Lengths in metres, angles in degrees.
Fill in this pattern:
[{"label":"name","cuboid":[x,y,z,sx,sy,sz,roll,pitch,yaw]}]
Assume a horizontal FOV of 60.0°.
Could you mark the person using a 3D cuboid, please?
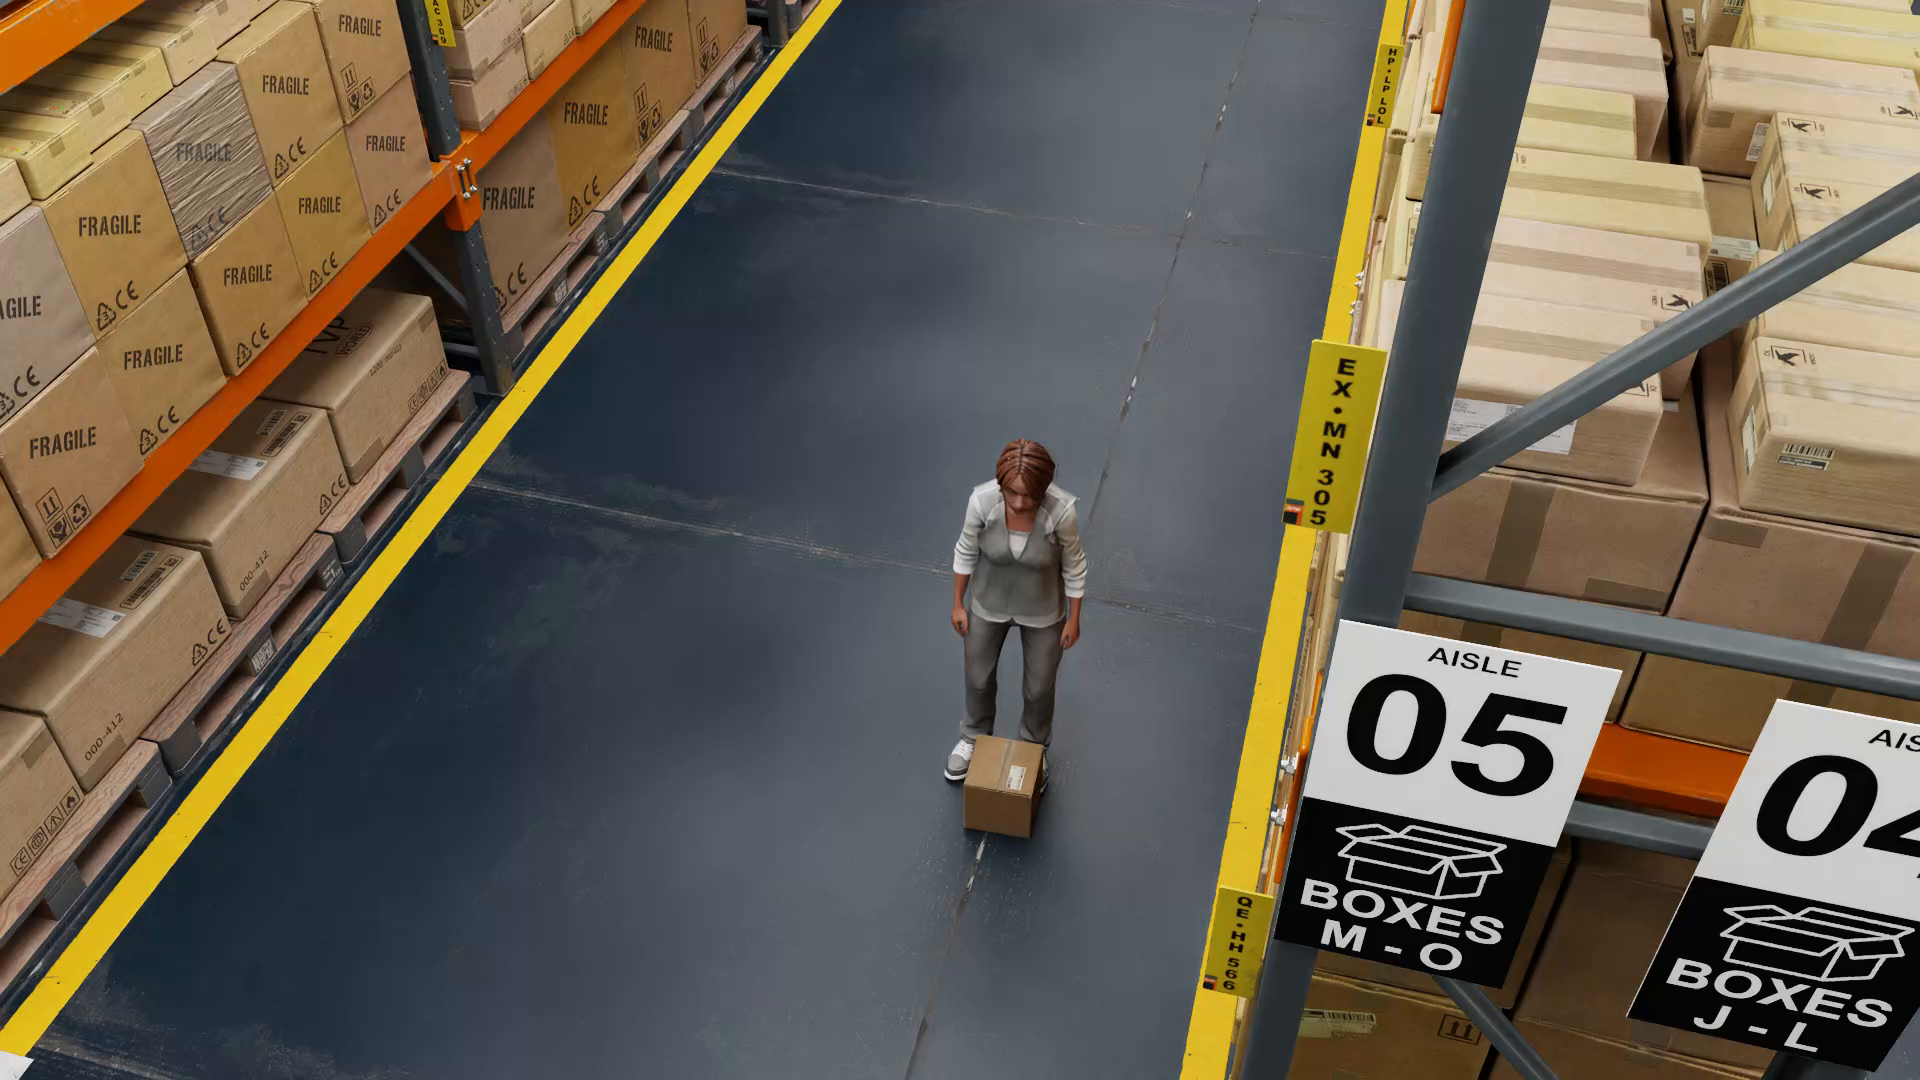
[{"label":"person","cuboid":[0.198,0.254,5.881,0.479,1.593,0.342,7,42,8]}]
